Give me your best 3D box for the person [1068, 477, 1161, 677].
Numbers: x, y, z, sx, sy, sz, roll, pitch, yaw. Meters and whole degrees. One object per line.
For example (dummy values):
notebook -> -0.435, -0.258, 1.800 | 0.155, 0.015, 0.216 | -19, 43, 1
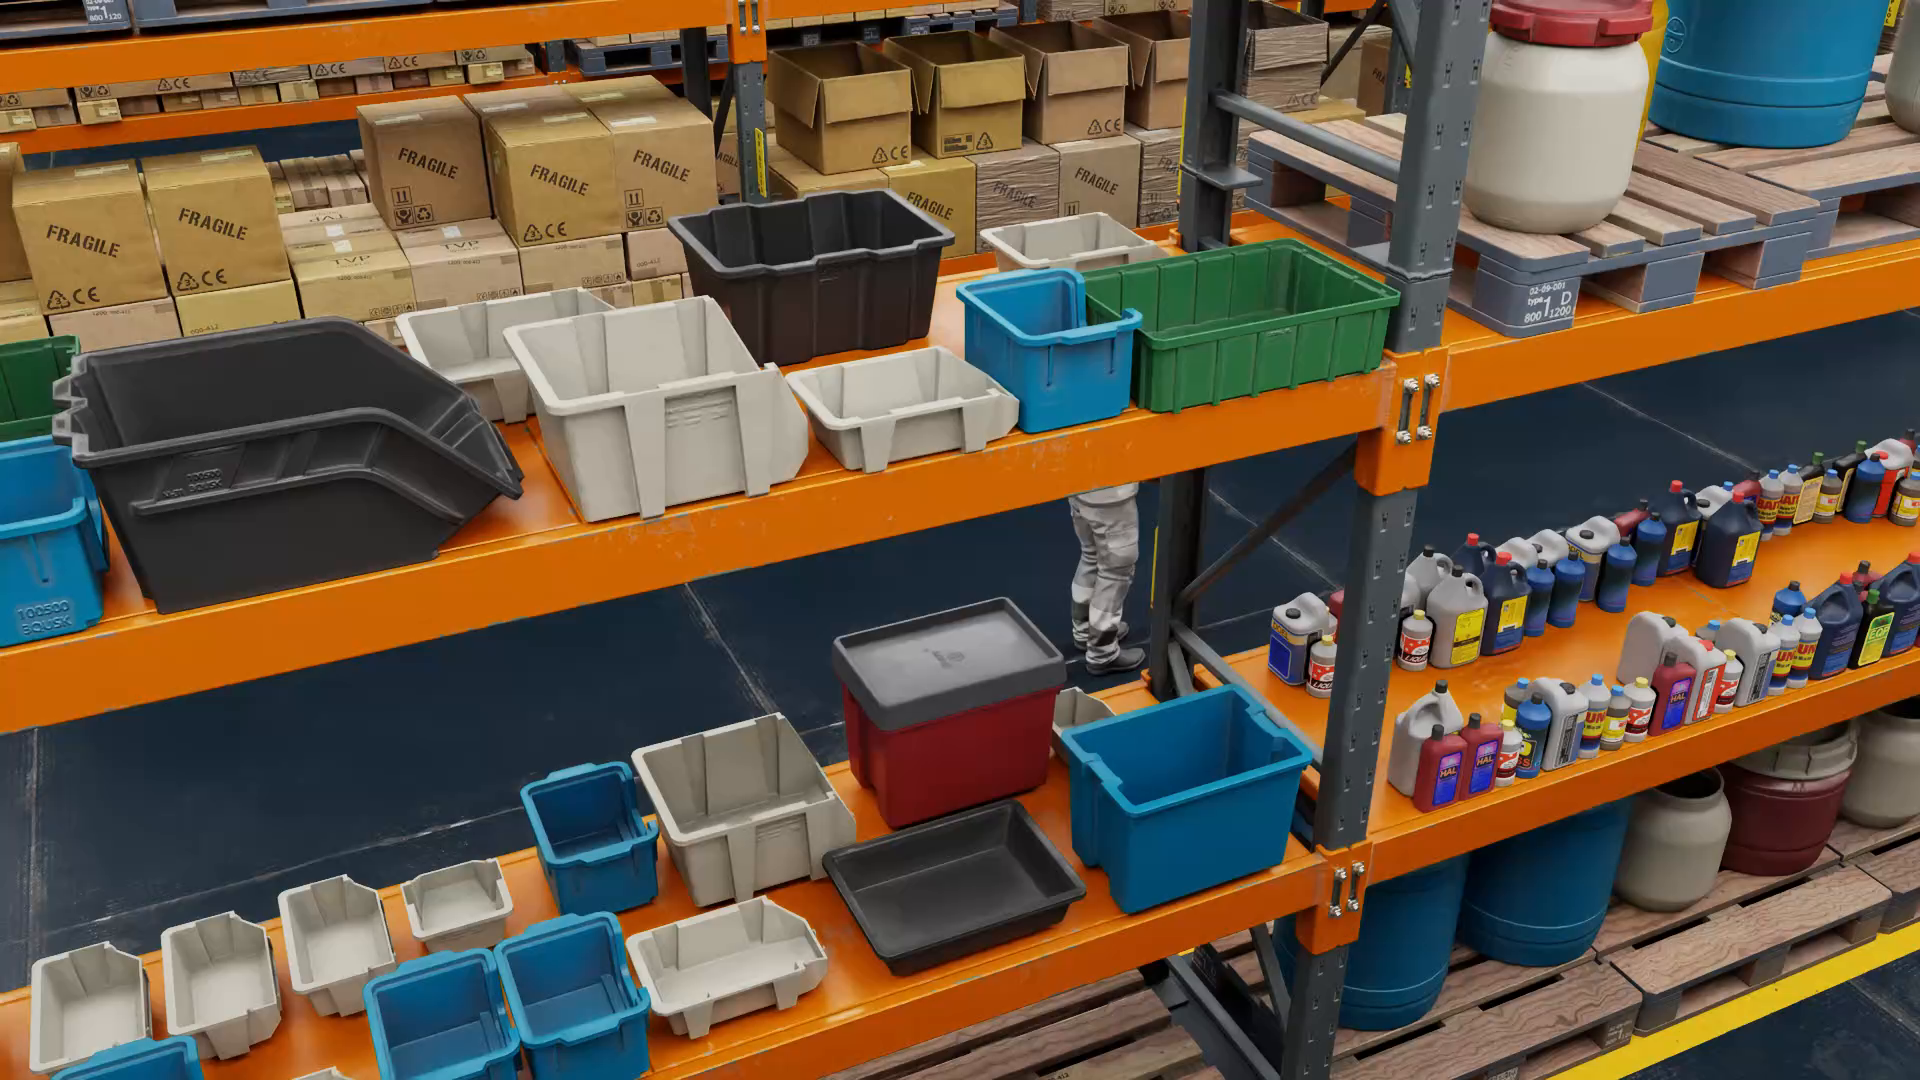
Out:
person -> 0.714, -0.248, 7.554 | 0.564, 1.782, 0.494 | -13, 32, -22
